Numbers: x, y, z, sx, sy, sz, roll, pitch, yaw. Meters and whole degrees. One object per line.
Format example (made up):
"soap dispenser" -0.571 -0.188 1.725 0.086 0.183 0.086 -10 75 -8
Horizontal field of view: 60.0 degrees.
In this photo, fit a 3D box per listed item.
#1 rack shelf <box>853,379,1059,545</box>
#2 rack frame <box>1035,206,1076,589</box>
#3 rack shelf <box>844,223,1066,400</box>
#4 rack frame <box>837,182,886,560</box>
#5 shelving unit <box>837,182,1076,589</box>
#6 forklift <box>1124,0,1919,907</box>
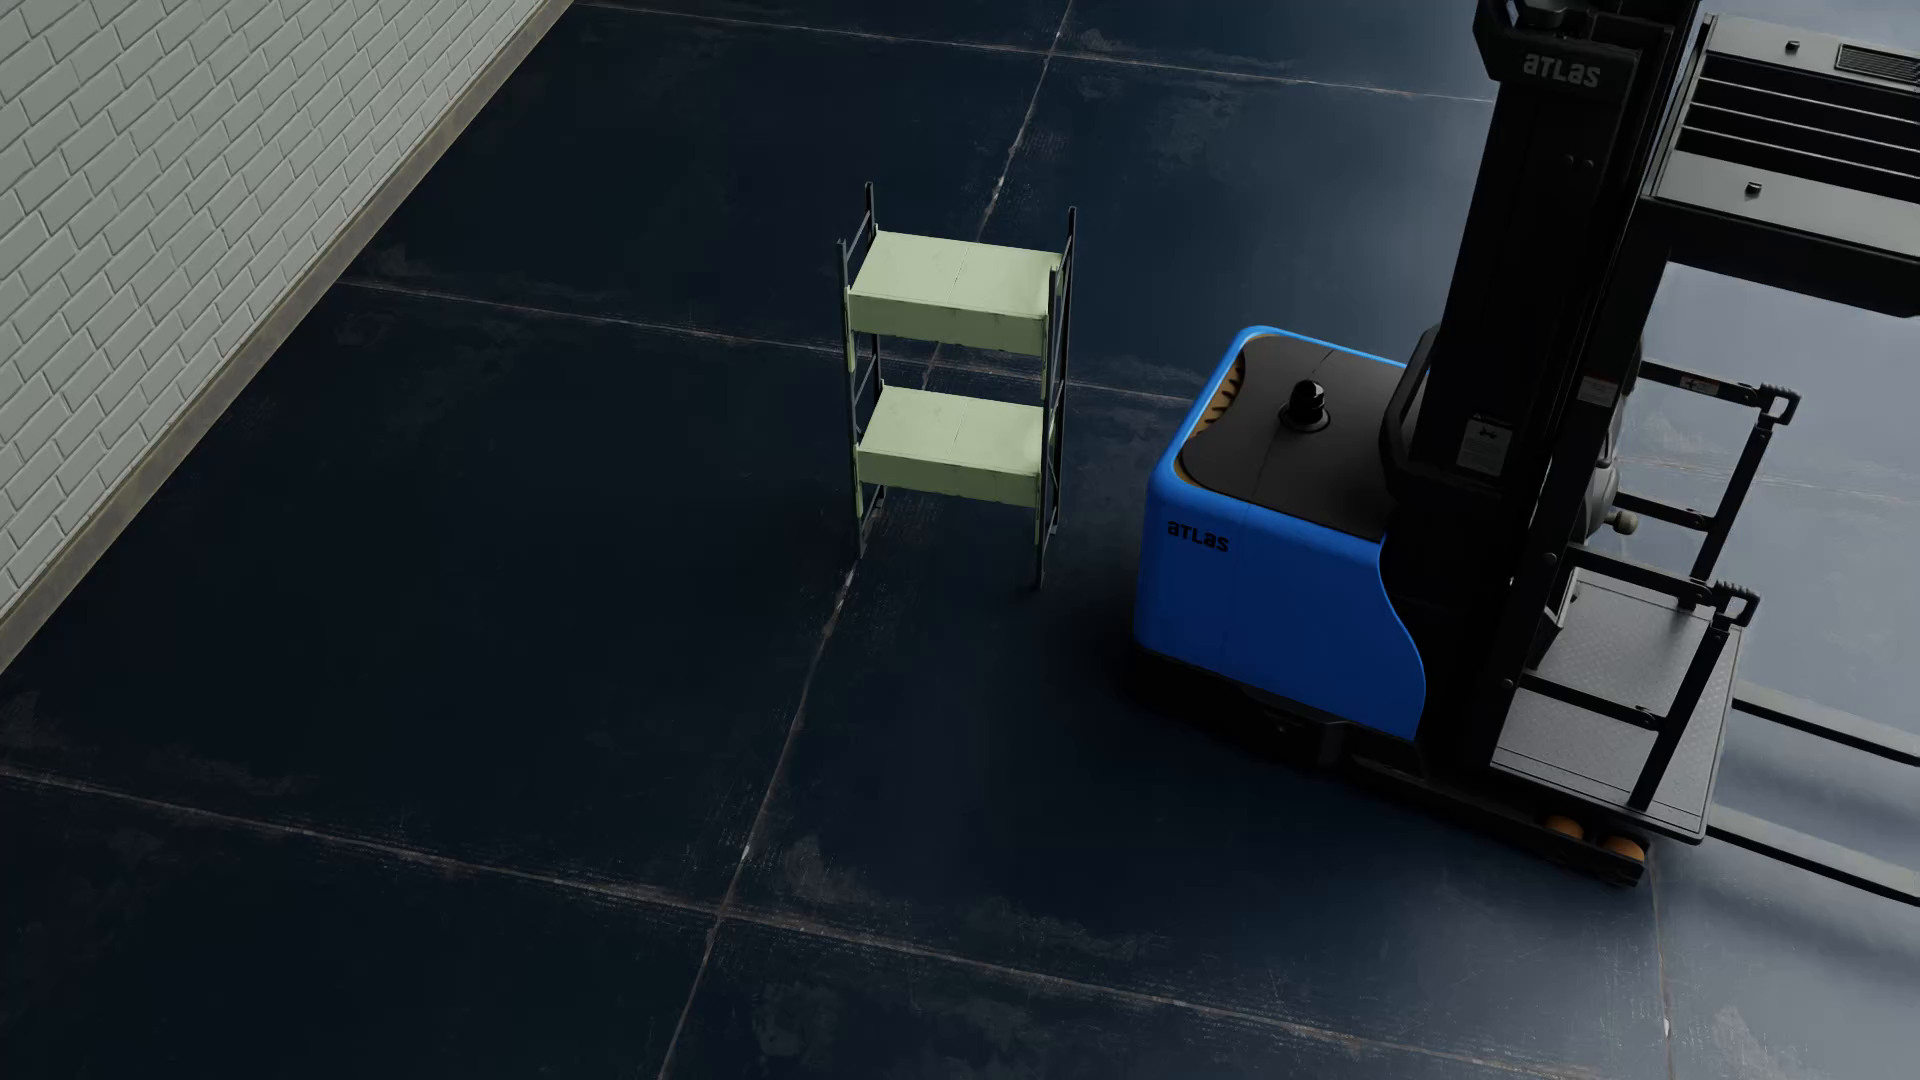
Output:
"rack shelf" -0.007 -0.306 6.457 0.720 0.370 0.431 9 45 9
"rack frame" 0.351 -0.486 6.173 0.023 1.500 0.400 9 45 9
"rack shelf" -0.007 -0.823 5.960 0.720 0.370 0.431 9 45 9
"rack frame" -0.364 -0.597 6.289 0.023 1.500 0.400 9 45 9
"shelving unit" -0.007 -0.541 6.231 0.755 1.500 0.431 9 45 9
"forklift" 2.157 -0.331 4.980 3.031 2.935 1.130 19 47 19
